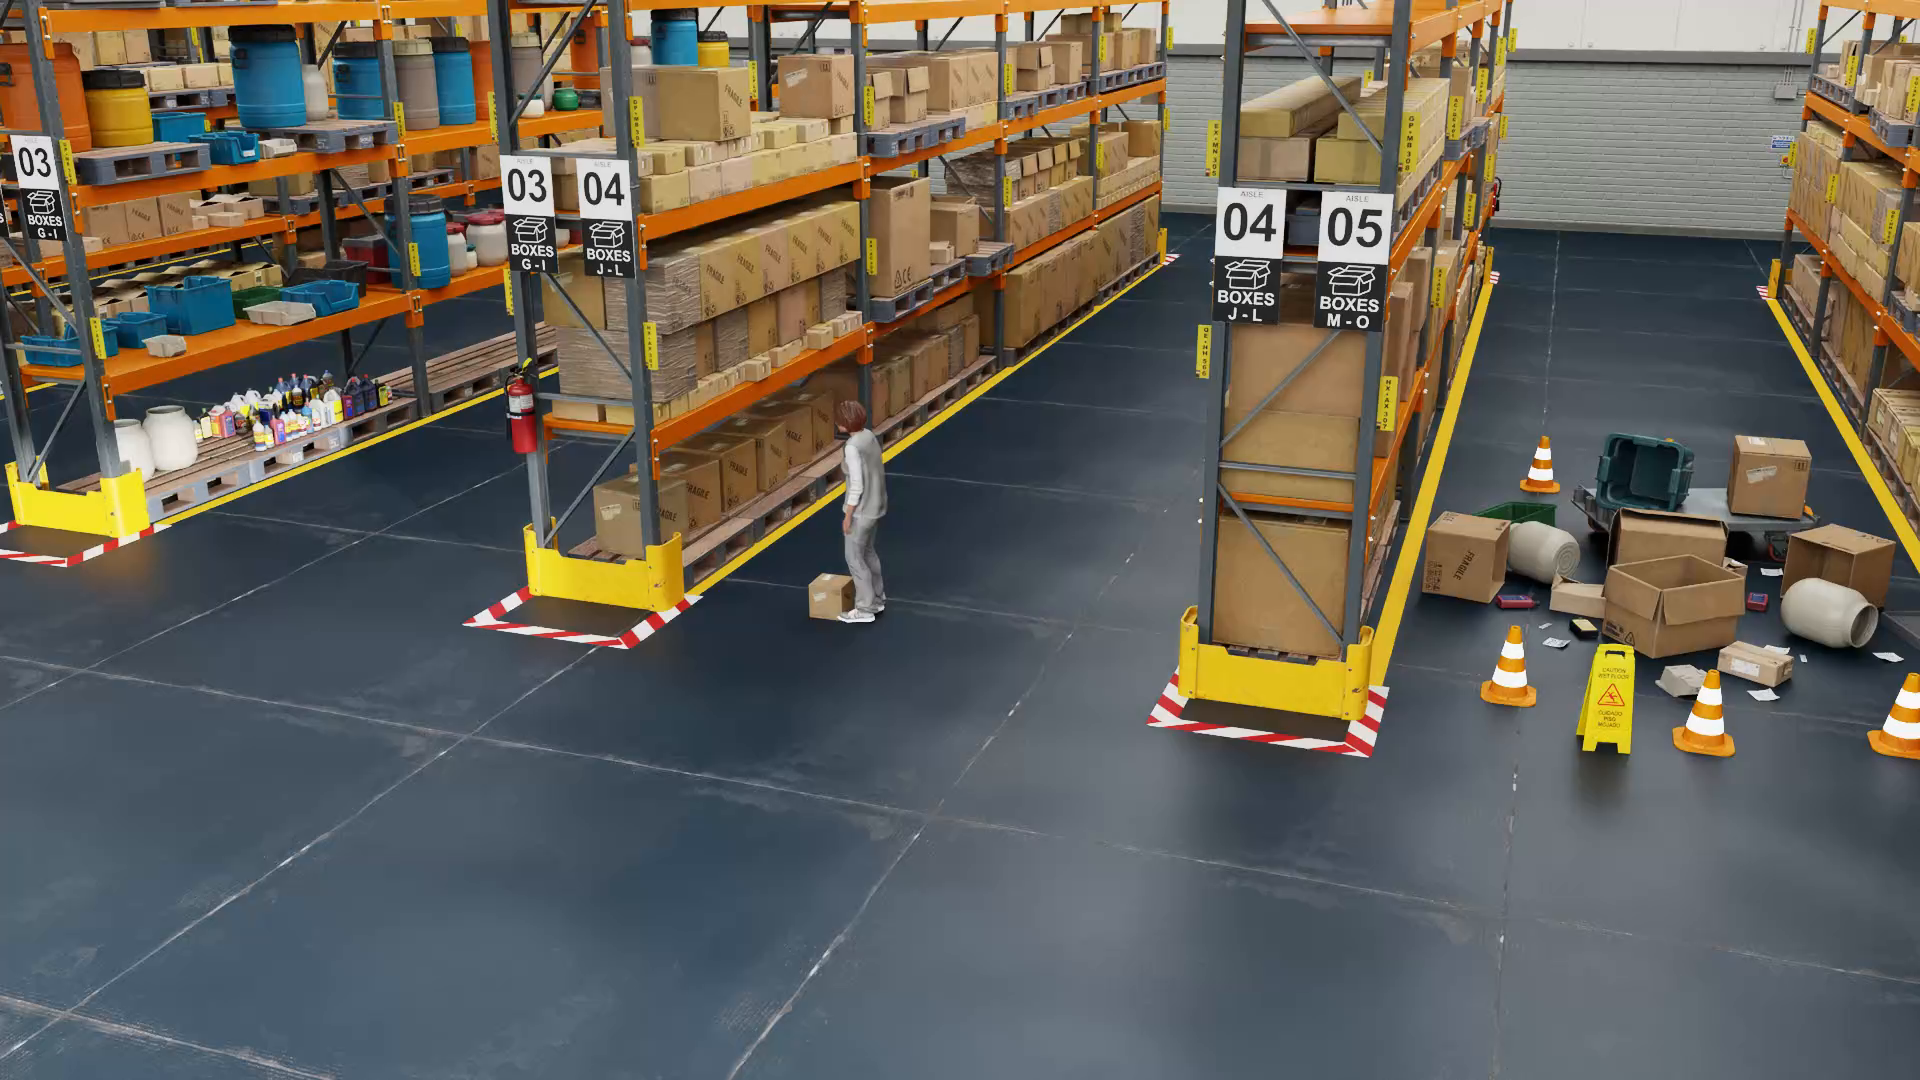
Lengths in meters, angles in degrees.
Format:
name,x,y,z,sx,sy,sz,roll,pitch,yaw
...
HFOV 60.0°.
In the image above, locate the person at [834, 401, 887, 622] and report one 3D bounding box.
name,x,y,z,sx,sy,sz,roll,pitch,yaw
person,-0.690,-0.202,11.666,0.341,1.594,0.485,5,20,15
